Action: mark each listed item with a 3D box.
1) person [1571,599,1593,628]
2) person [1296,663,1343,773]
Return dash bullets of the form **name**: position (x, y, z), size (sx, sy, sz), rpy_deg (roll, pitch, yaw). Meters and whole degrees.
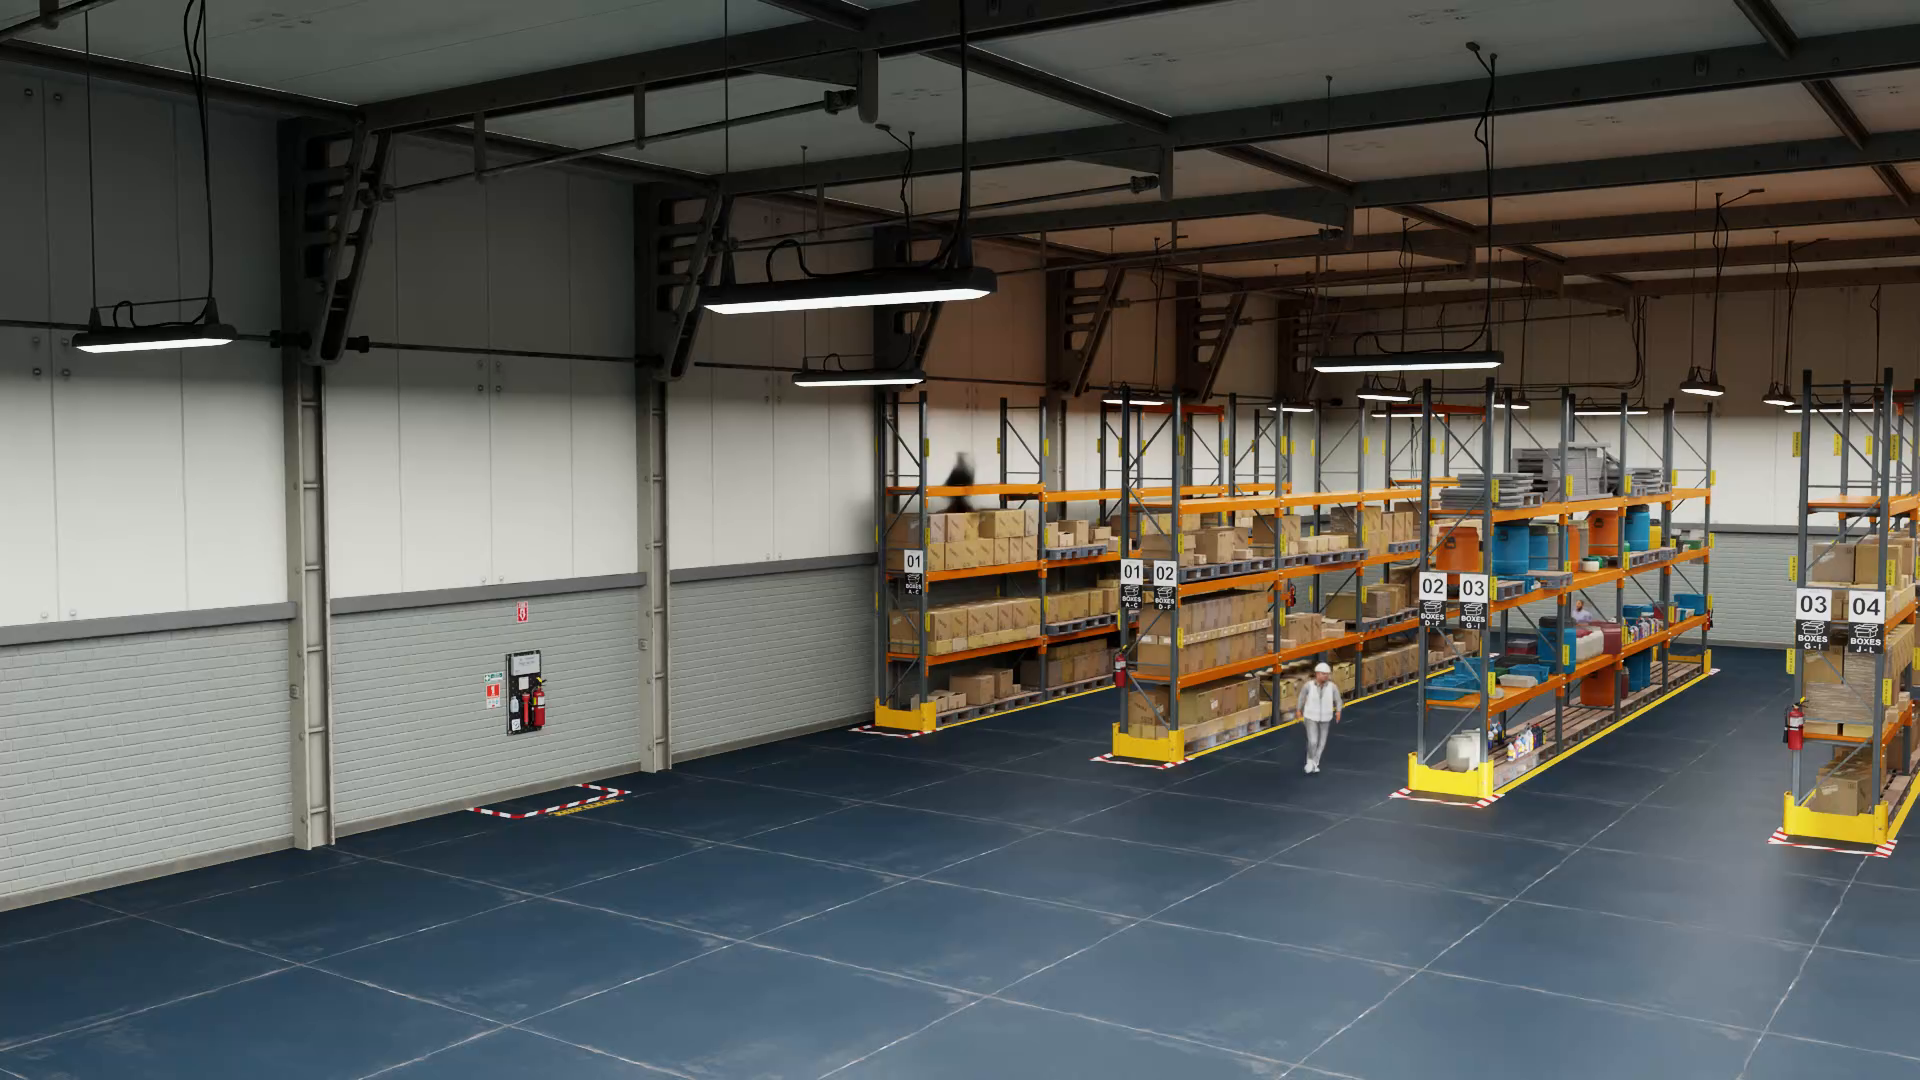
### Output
- **person**: position (13.639, 2.135, 36.552), size (0.583, 1.695, 0.808), rpy_deg (2, 4, 38)
- **person**: position (5.500, 2.721, 25.329), size (0.615, 1.716, 0.829), rpy_deg (0, 3, -3)
